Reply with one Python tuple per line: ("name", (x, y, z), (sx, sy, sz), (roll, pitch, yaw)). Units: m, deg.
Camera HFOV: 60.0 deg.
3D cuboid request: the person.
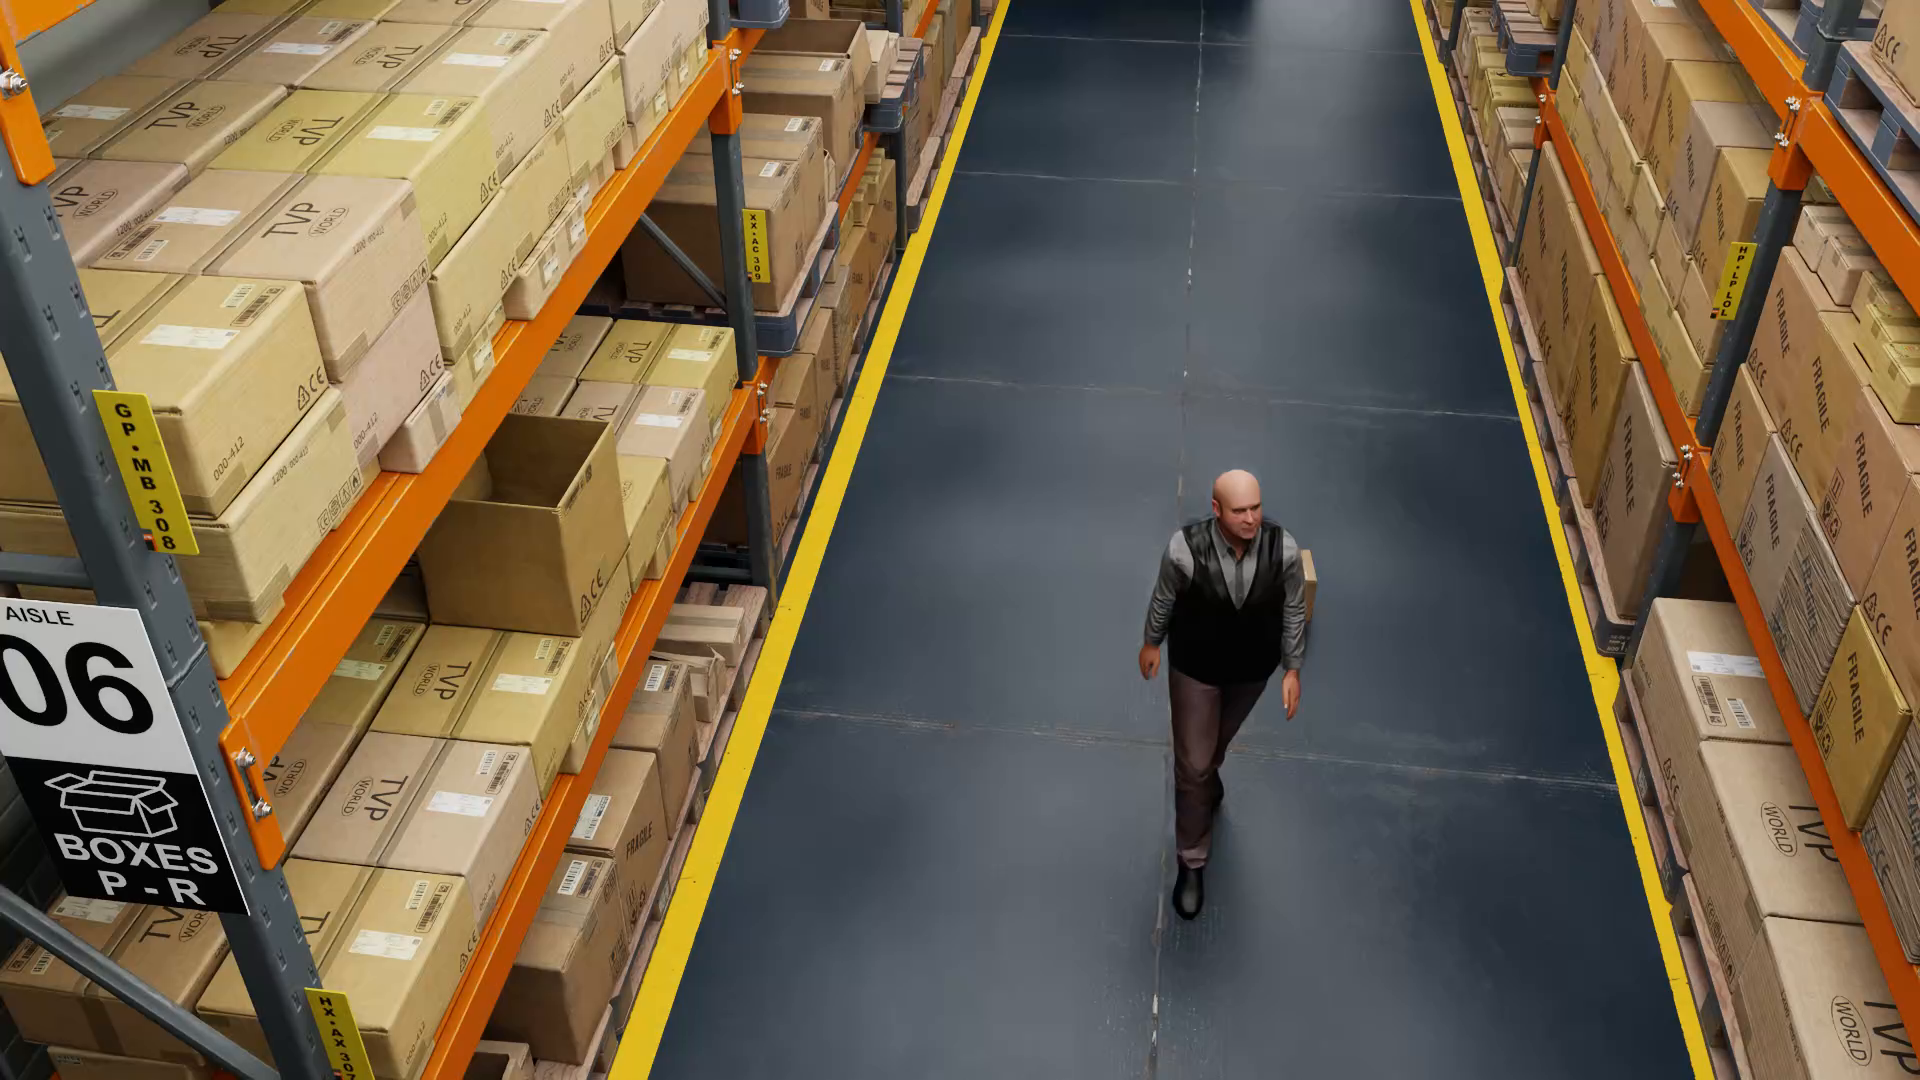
("person", (1.018, 0.521, 6.340), (0.580, 1.722, 0.865), (-5, 36, -7))
